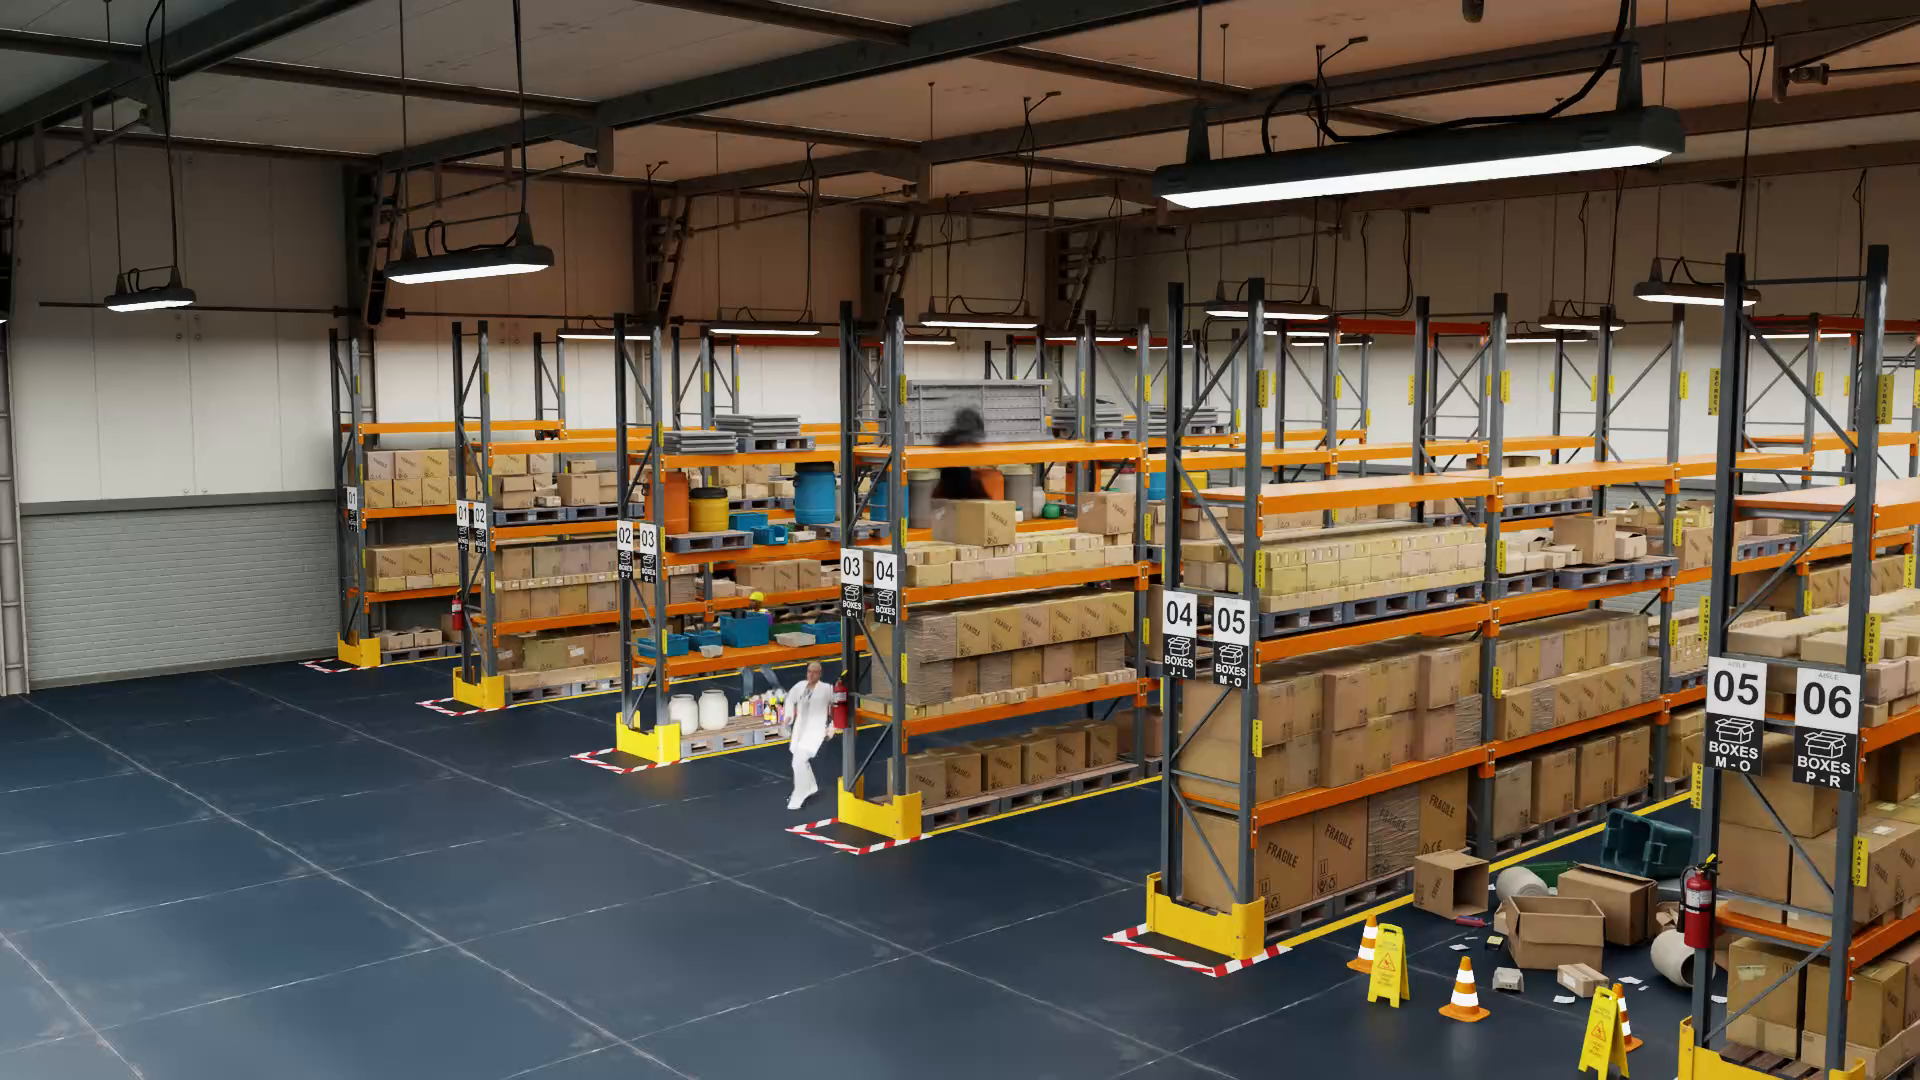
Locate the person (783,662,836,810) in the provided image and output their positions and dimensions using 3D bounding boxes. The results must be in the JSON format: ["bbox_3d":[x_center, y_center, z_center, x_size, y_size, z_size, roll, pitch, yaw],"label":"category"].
[{"bbox_3d":[-1.776,2.343,19.938,0.771,1.788,0.730,4,7,33],"label":"person"}]

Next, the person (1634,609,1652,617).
[{"bbox_3d":[9.984,1.887,24.407,0.627,1.755,0.665,-4,7,-37],"label":"person"}]

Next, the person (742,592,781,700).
[{"bbox_3d":[-3.135,1.710,26.150,0.680,1.822,0.794,5,8,42],"label":"person"}]

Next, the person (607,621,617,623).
[{"bbox_3d":[-6.156,1.393,29.729,0.543,1.724,0.869,4,7,37],"label":"person"}]
